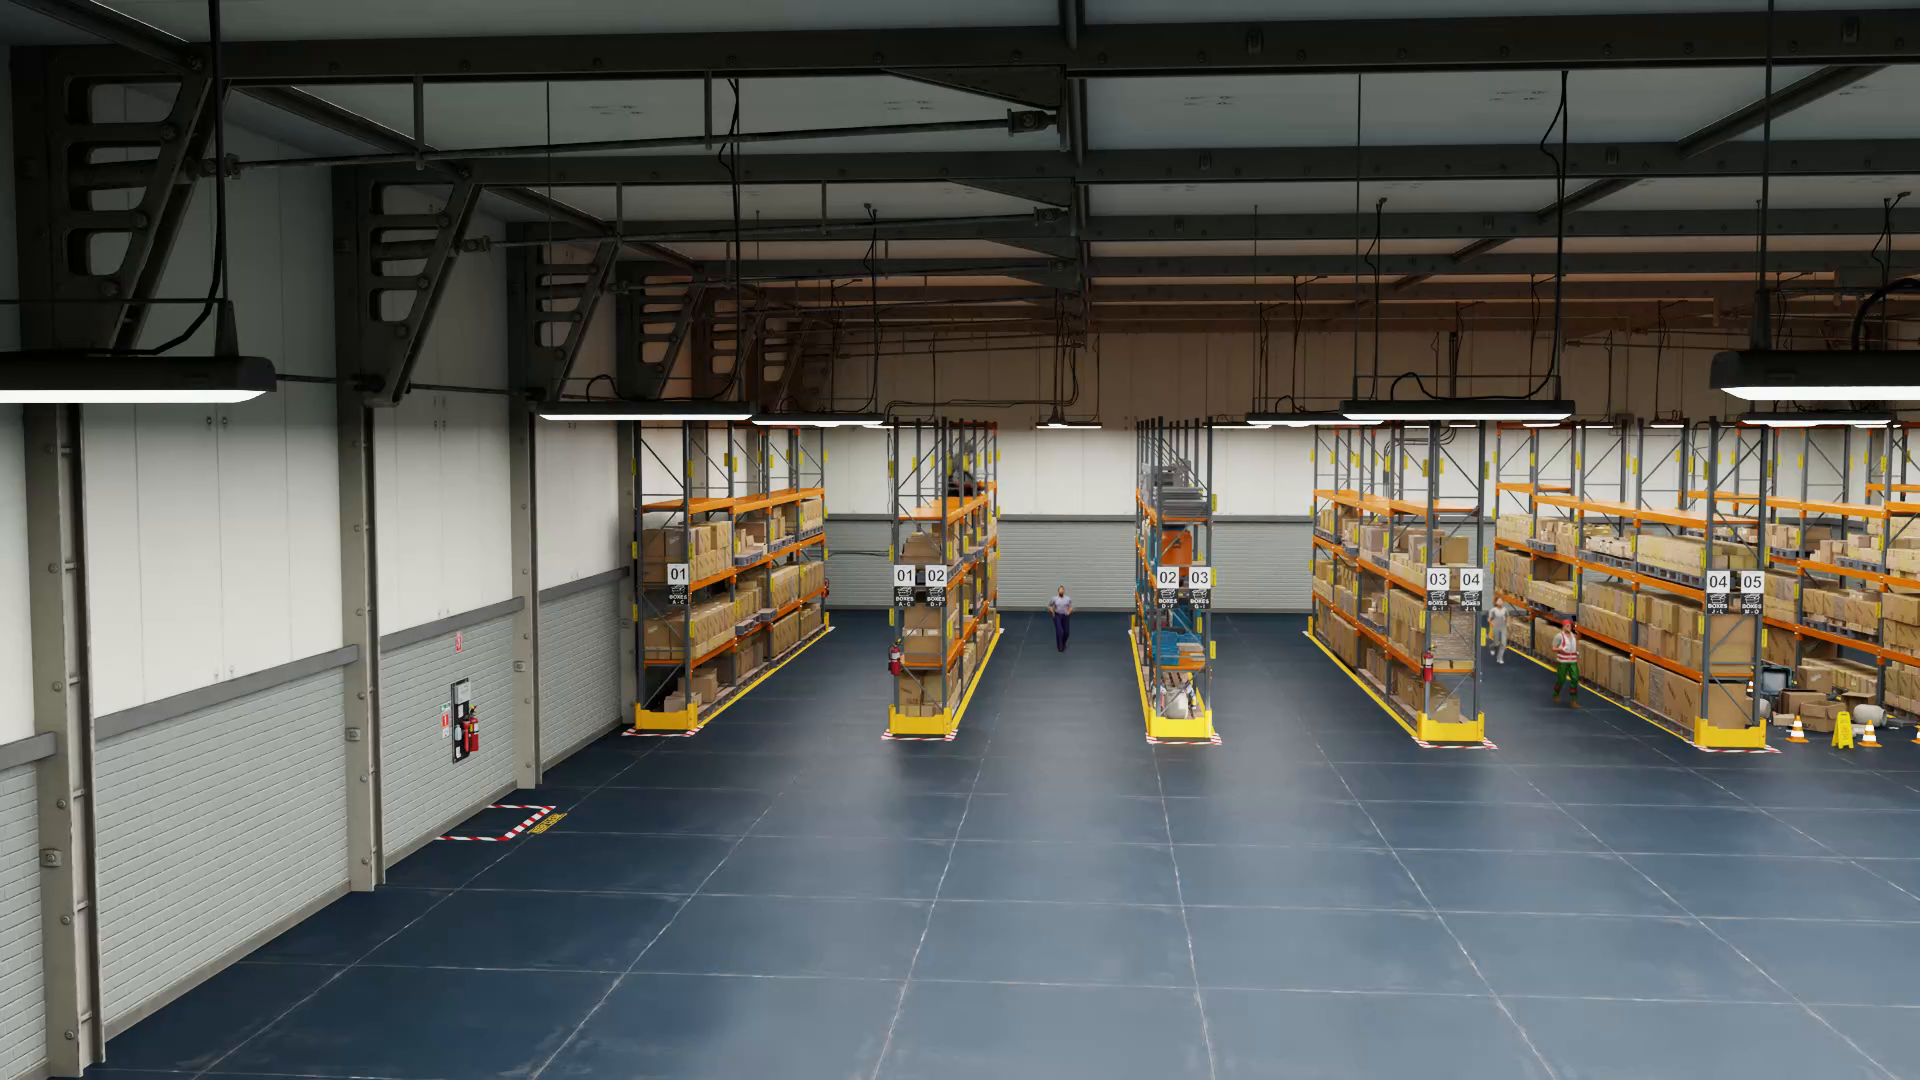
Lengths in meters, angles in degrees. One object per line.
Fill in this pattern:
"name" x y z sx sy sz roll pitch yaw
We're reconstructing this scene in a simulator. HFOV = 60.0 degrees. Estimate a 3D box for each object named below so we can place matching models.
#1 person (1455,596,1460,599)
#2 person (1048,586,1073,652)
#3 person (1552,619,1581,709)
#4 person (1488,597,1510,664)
"person" 13.443 1.912 45.373 0.673 1.705 0.516 1 4 18
"person" 2.500 1.955 41.164 0.611 1.615 0.591 0 4 -5
"person" 12.570 2.543 34.433 0.645 1.800 0.899 0 4 -6
"person" 13.376 2.226 41.223 0.580 1.632 0.791 0 4 2
